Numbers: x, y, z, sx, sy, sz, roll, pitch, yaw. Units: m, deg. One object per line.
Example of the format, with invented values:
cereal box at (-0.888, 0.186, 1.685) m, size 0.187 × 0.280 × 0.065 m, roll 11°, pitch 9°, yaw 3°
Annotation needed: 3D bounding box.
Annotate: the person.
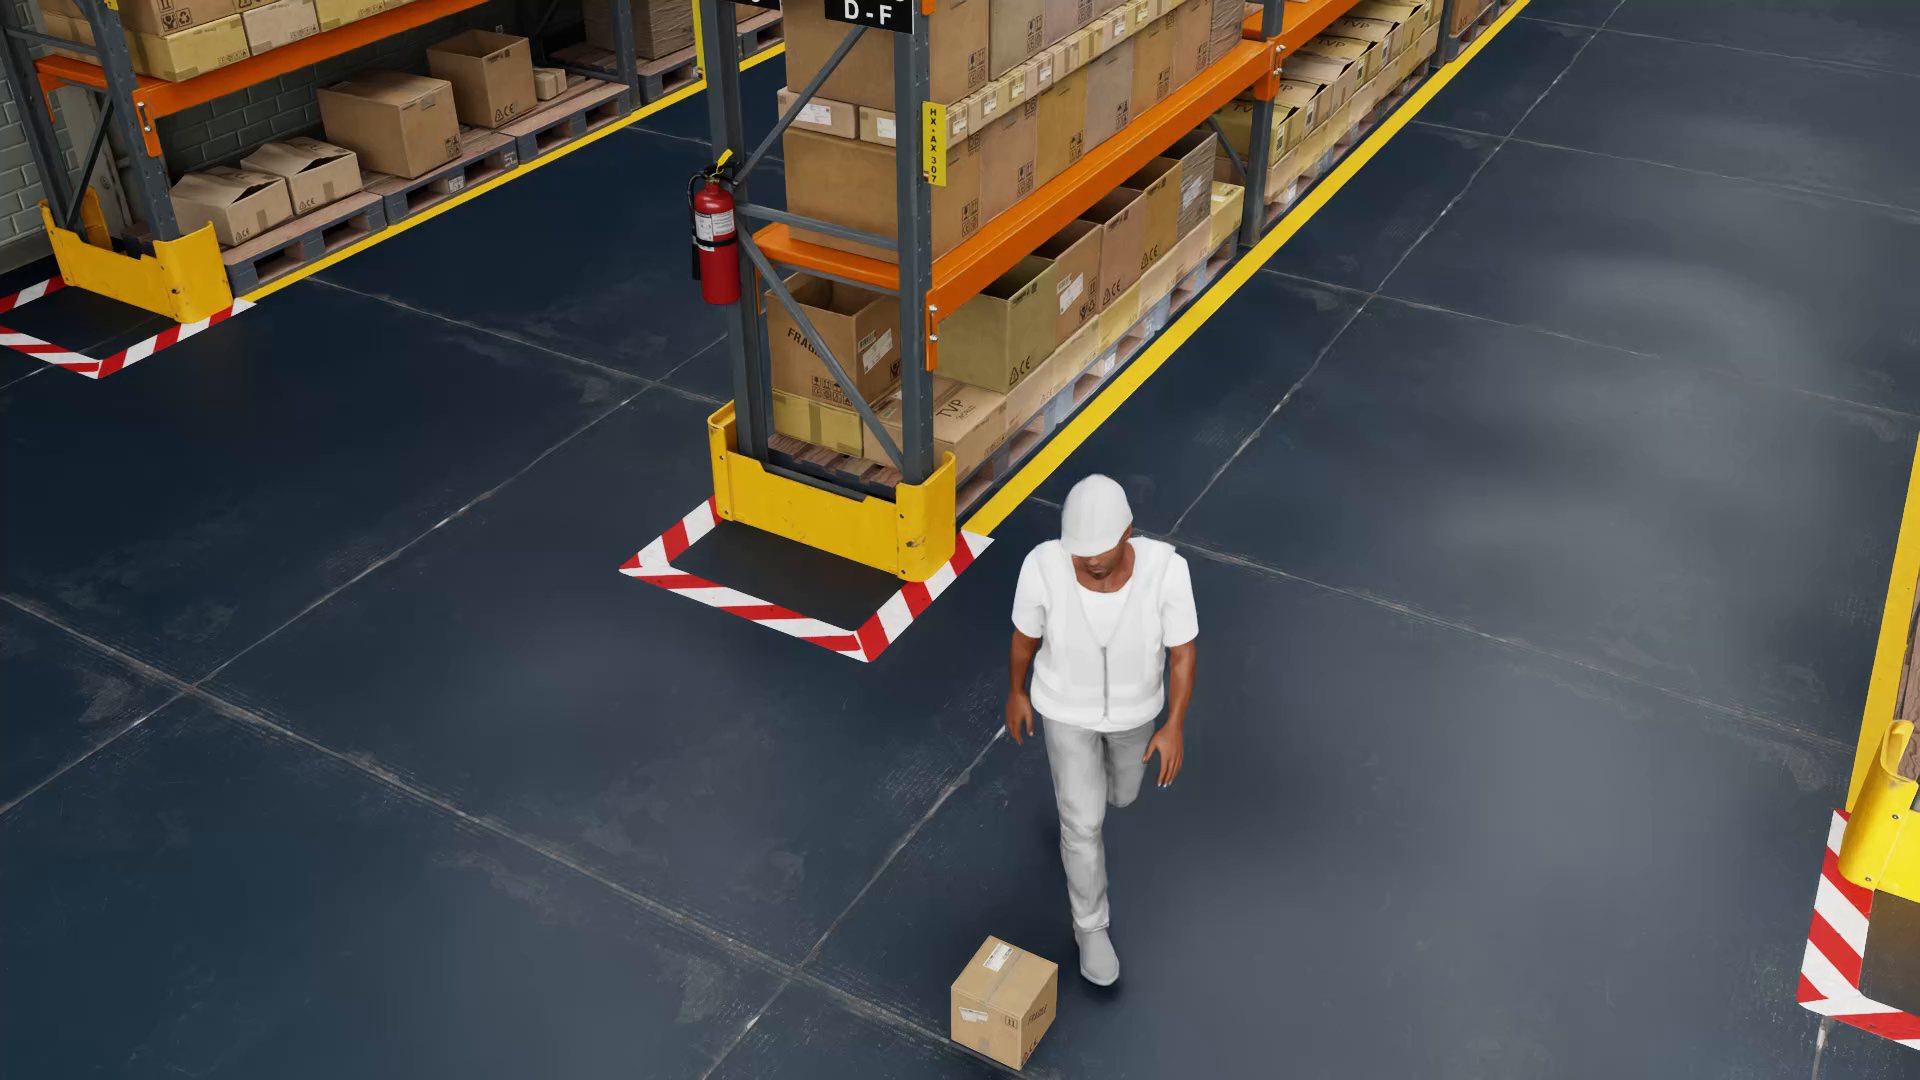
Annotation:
person at (0.444, 0.518, 5.365) m, size 0.574 × 1.741 × 0.928 m, roll -4°, pitch 34°, yaw -6°
